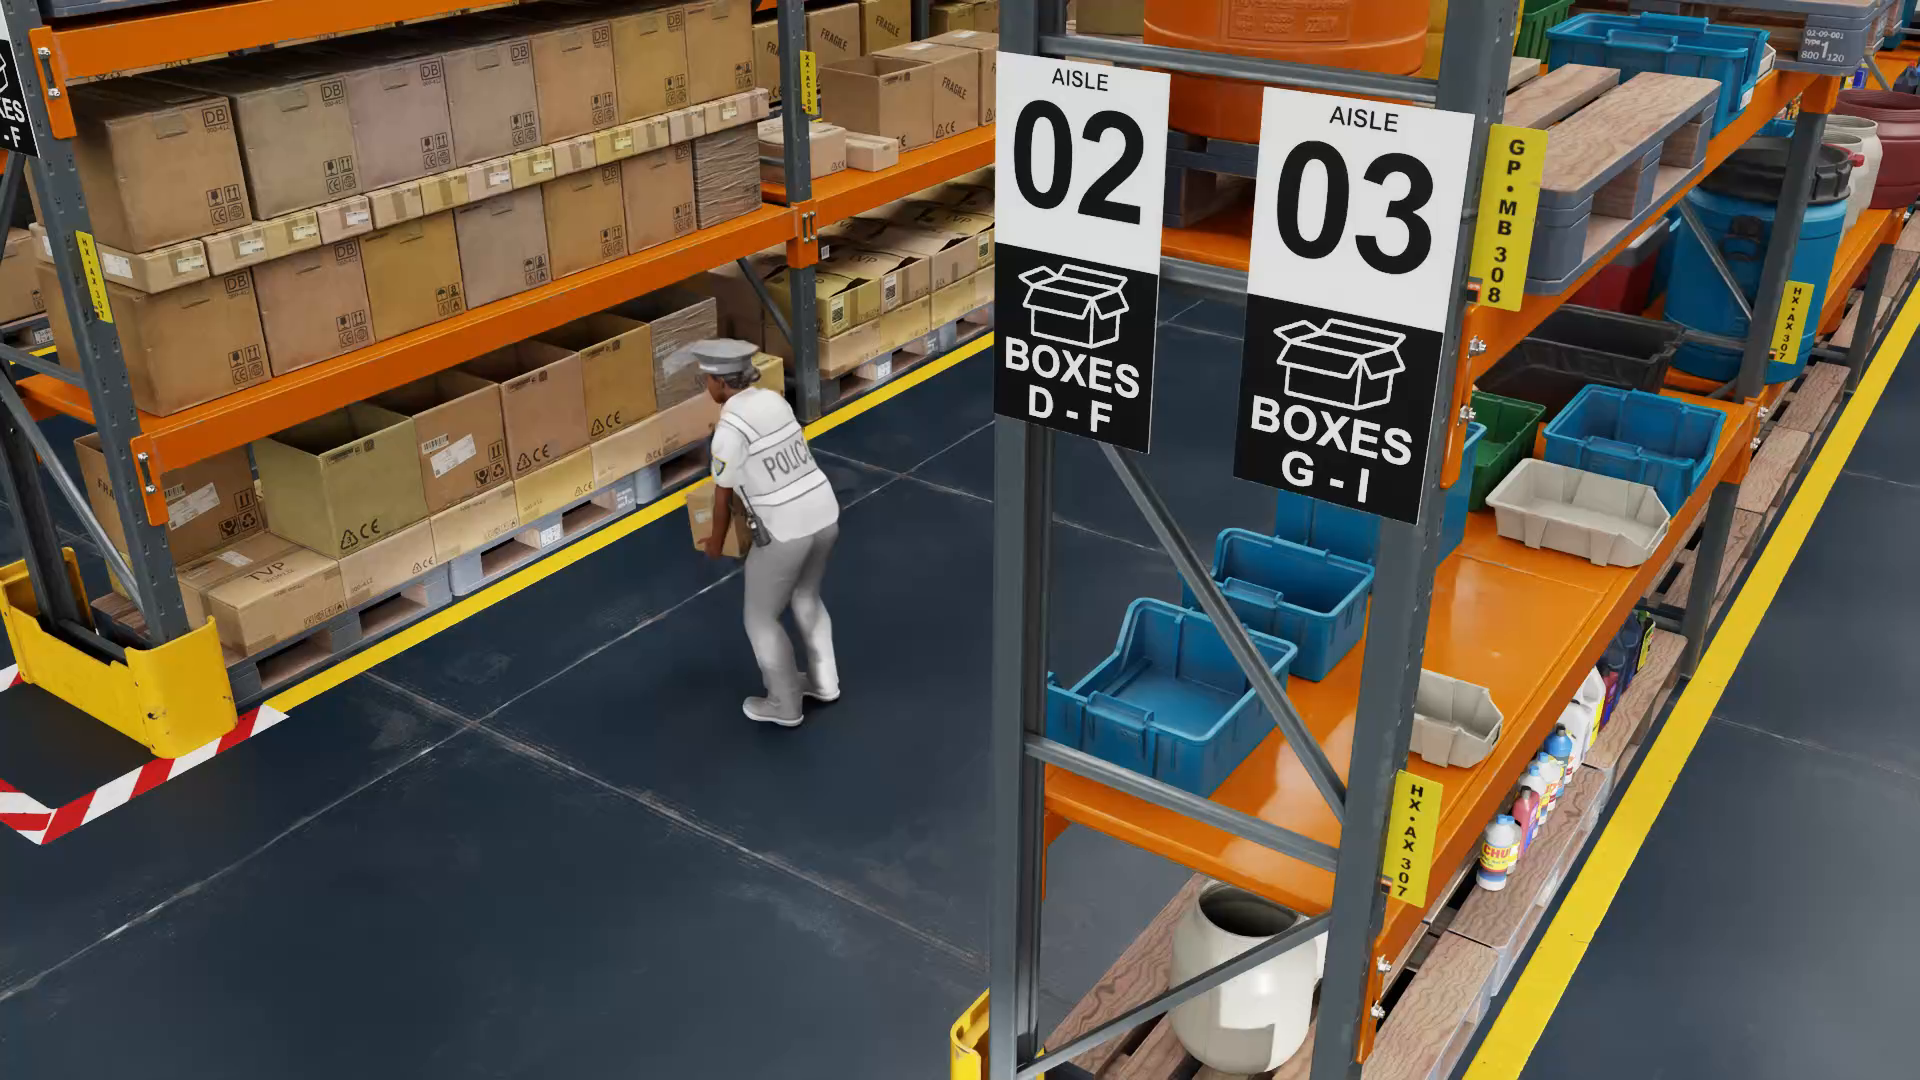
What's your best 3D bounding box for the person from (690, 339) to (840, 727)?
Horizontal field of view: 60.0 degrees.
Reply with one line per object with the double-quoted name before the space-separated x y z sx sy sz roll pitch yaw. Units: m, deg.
"person" -0.774 -0.024 6.749 0.573 1.596 0.411 17 32 29
